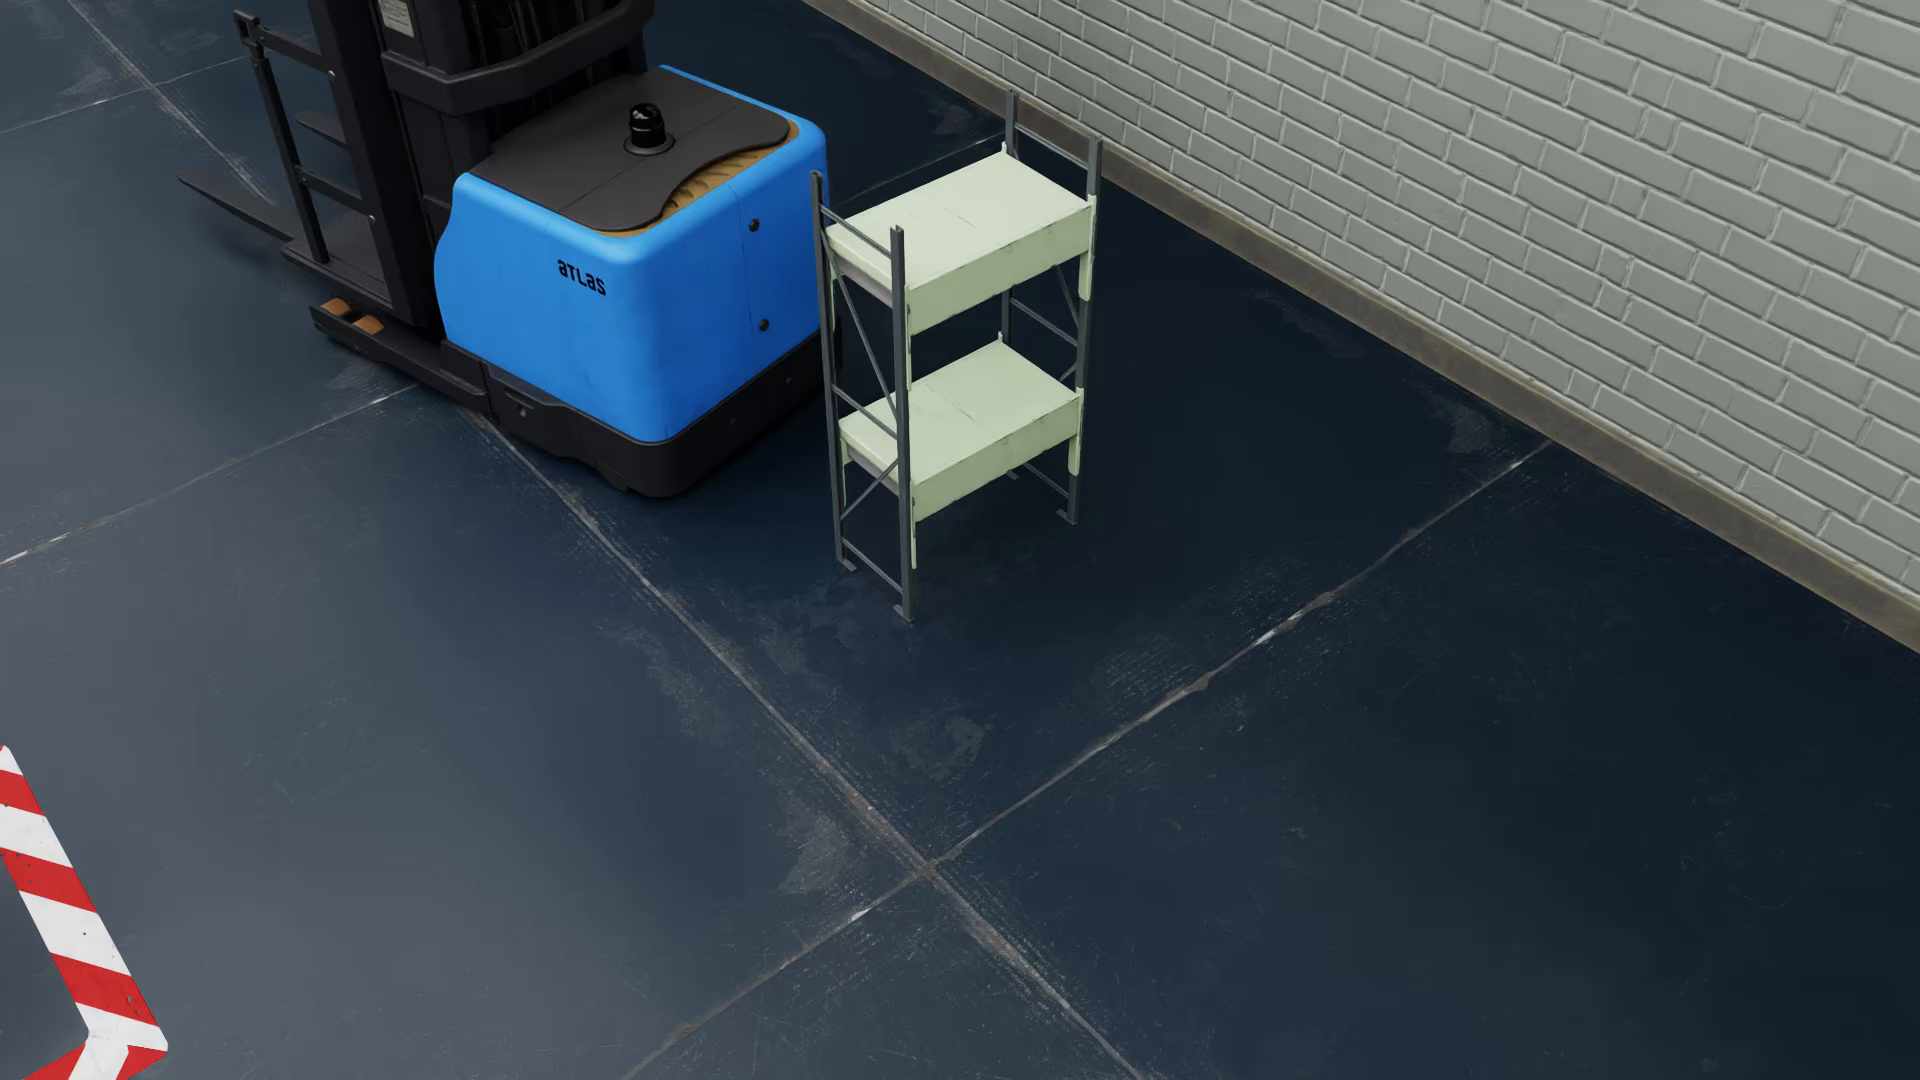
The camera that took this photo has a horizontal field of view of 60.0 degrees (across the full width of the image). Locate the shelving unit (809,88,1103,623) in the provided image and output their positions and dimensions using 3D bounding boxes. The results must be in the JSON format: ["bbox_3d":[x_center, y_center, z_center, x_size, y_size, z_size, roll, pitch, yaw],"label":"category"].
[{"bbox_3d":[-0.005,-0.544,5.233,0.755,1.500,0.431,-30,51,-28],"label":"shelving unit"}]

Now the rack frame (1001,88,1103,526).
[{"bbox_3d":[0.276,-0.705,5.405,0.023,1.500,0.400,-30,51,-28],"label":"rack frame"}]

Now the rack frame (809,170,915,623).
[{"bbox_3d":[-0.286,-0.383,5.062,0.023,1.500,0.400,-30,51,-28],"label":"rack frame"}]

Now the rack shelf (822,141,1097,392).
[{"bbox_3d":[-0.005,-0.828,4.966,0.720,0.370,0.431,-30,51,-28],"label":"rack shelf"}]

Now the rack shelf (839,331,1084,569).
[{"bbox_3d":[-0.005,-0.306,5.457,0.720,0.370,0.431,-30,51,-28],"label":"rack shelf"}]

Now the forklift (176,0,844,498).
[{"bbox_3d":[-1.933,-2.039,5.780,3.031,2.935,1.130,27,49,26],"label":"forklift"}]
